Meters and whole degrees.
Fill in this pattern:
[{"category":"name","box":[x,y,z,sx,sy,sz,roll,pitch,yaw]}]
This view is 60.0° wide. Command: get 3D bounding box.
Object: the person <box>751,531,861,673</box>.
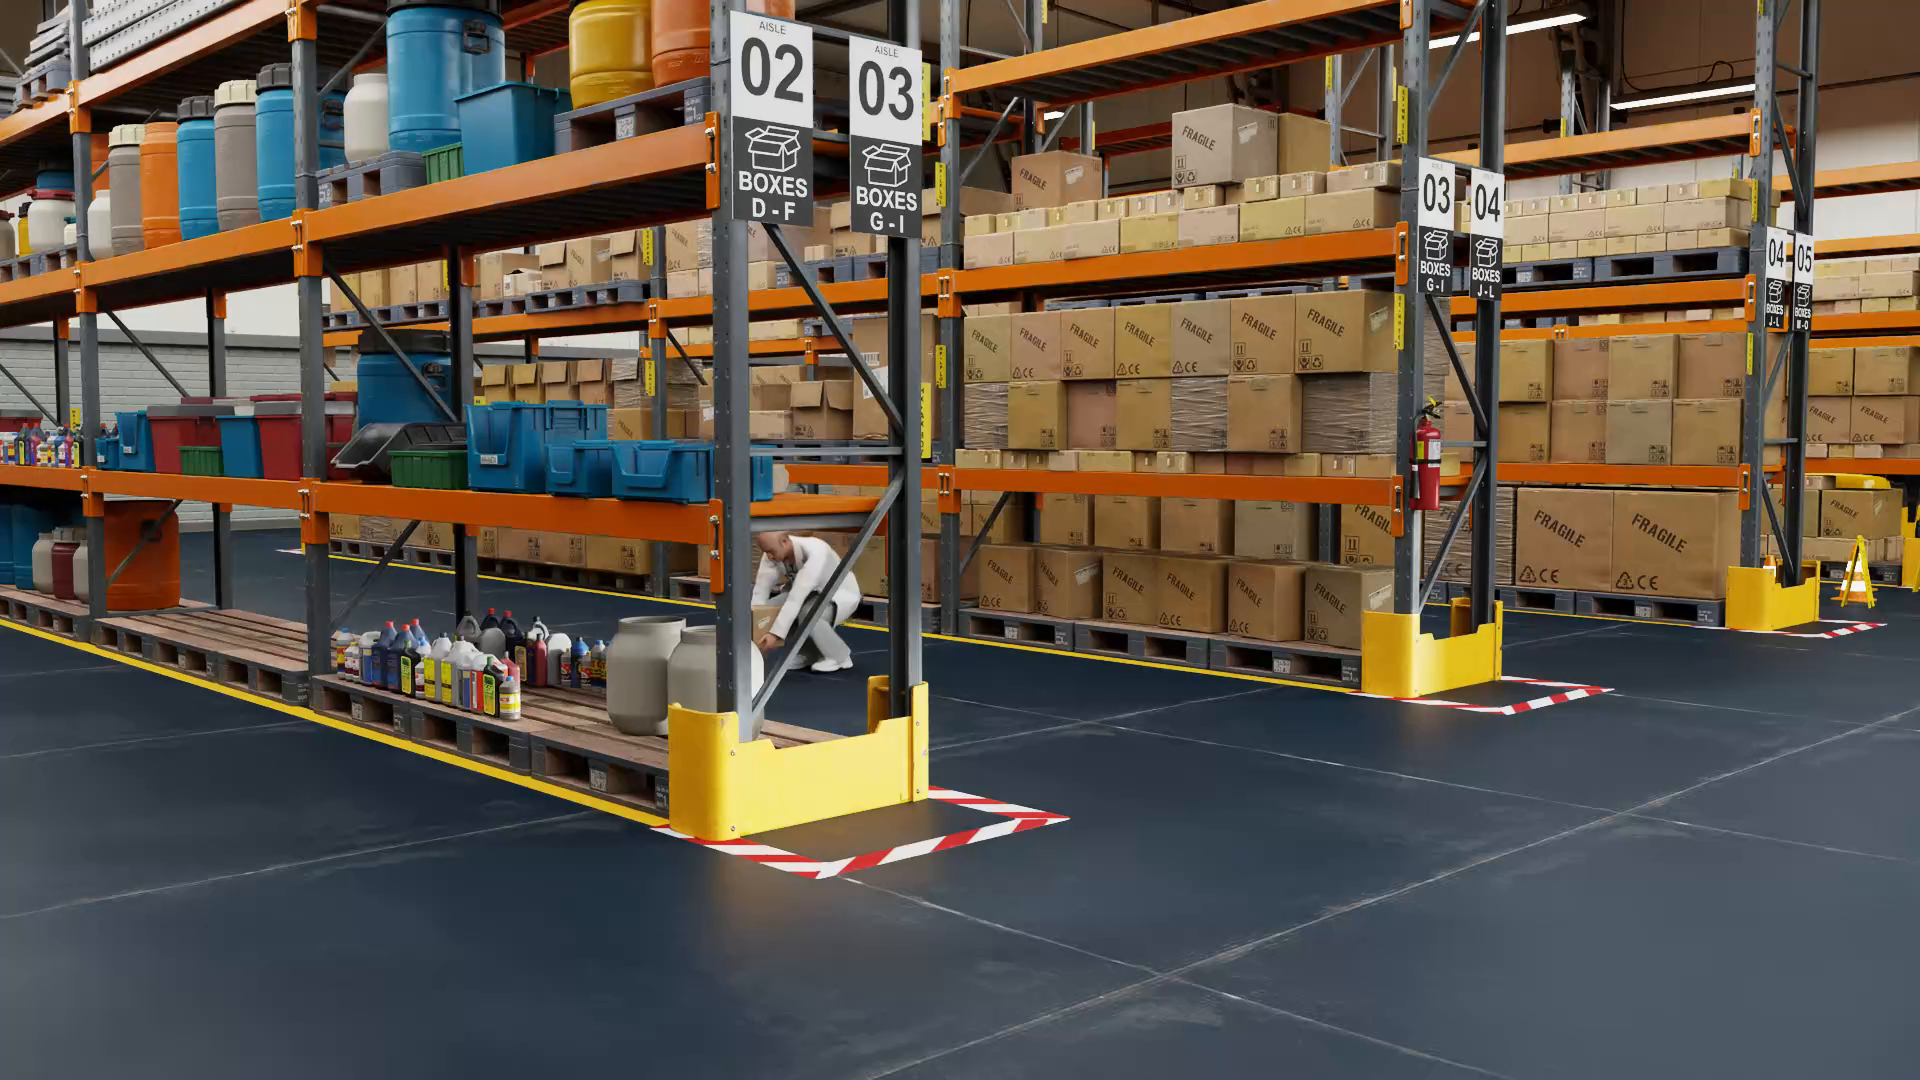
[{"category":"person","box":[-1.056,0.371,11.006,0.574,1.007,0.920,4,5,45]}]
